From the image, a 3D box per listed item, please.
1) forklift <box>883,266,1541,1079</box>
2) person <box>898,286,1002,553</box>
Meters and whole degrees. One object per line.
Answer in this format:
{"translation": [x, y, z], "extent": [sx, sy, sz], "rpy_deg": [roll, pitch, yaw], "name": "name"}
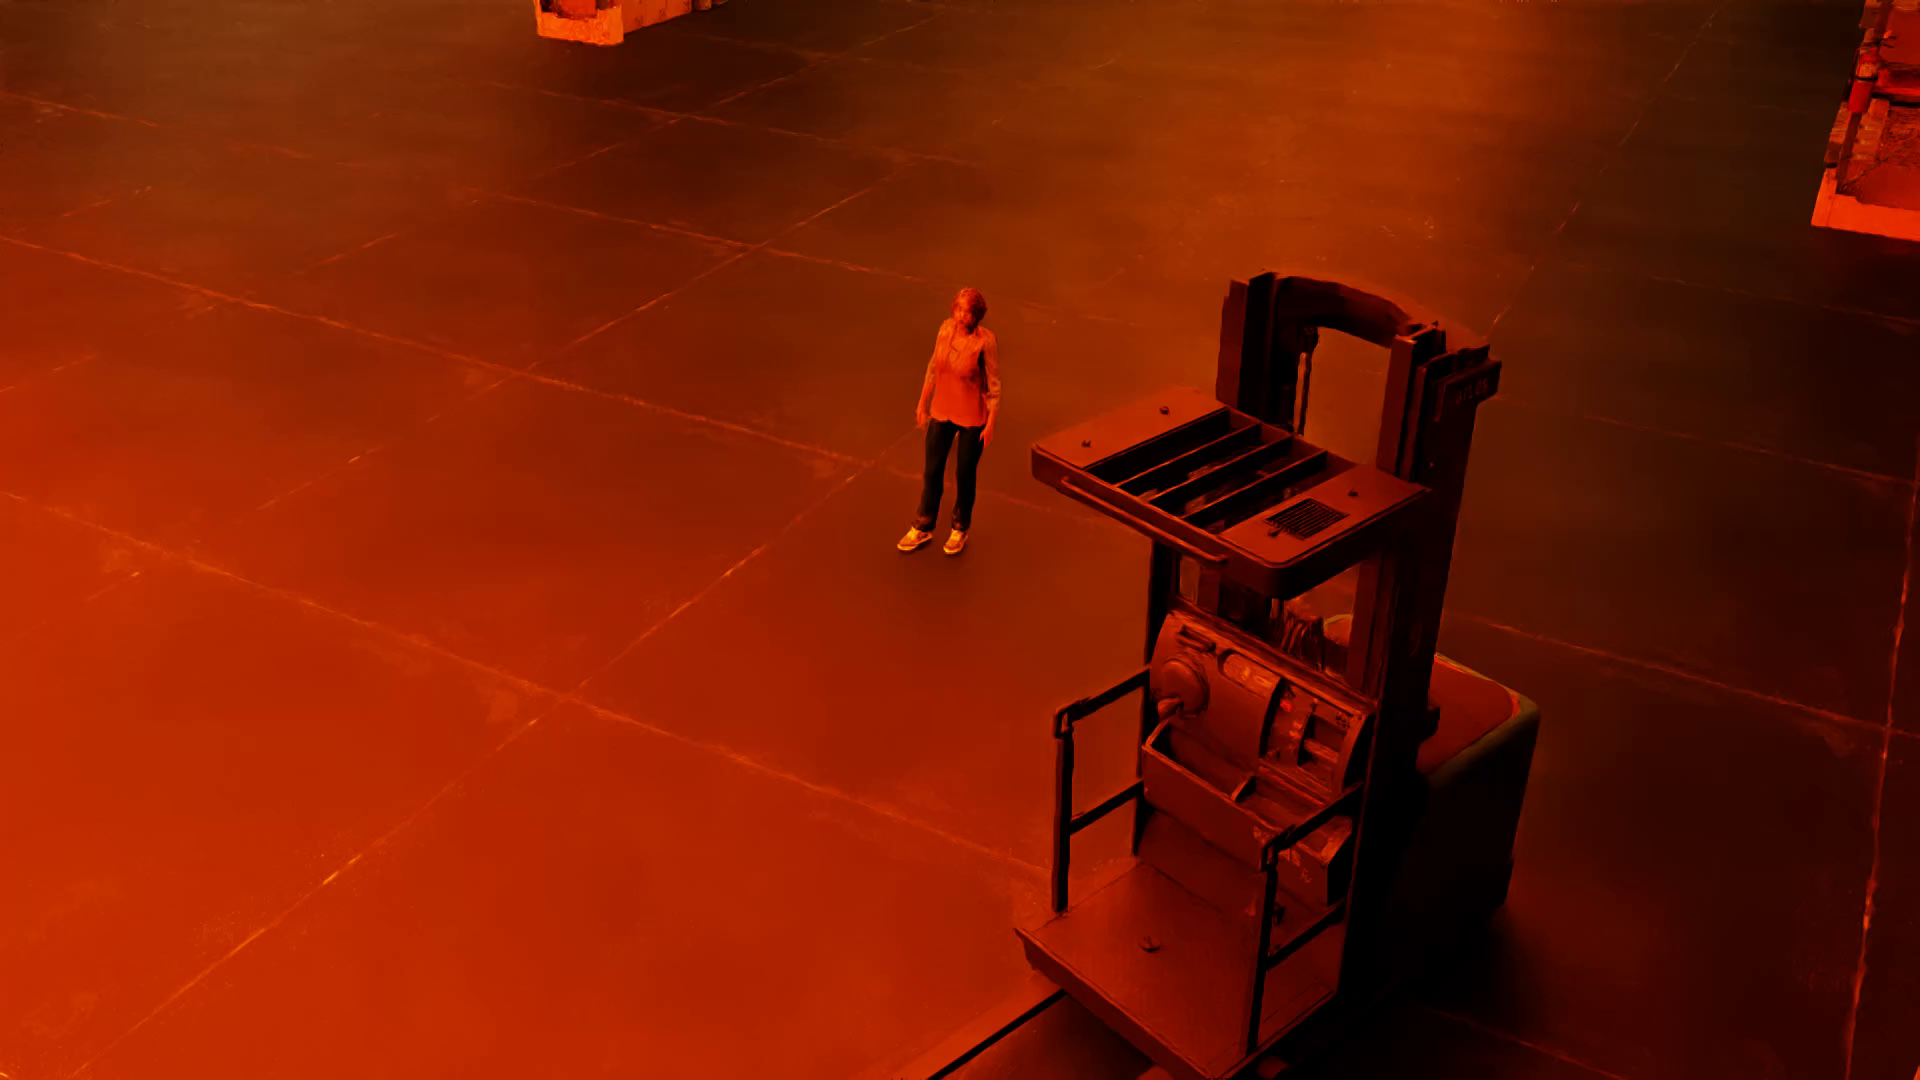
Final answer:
{"translation": [0.924, 0.623, 5.991], "extent": [3.031, 2.935, 1.130], "rpy_deg": [-24, 37, -35], "name": "forklift"}
{"translation": [-0.048, -0.669, 9.550], "extent": [0.520, 1.597, 0.474], "rpy_deg": [15, 33, 25], "name": "person"}
